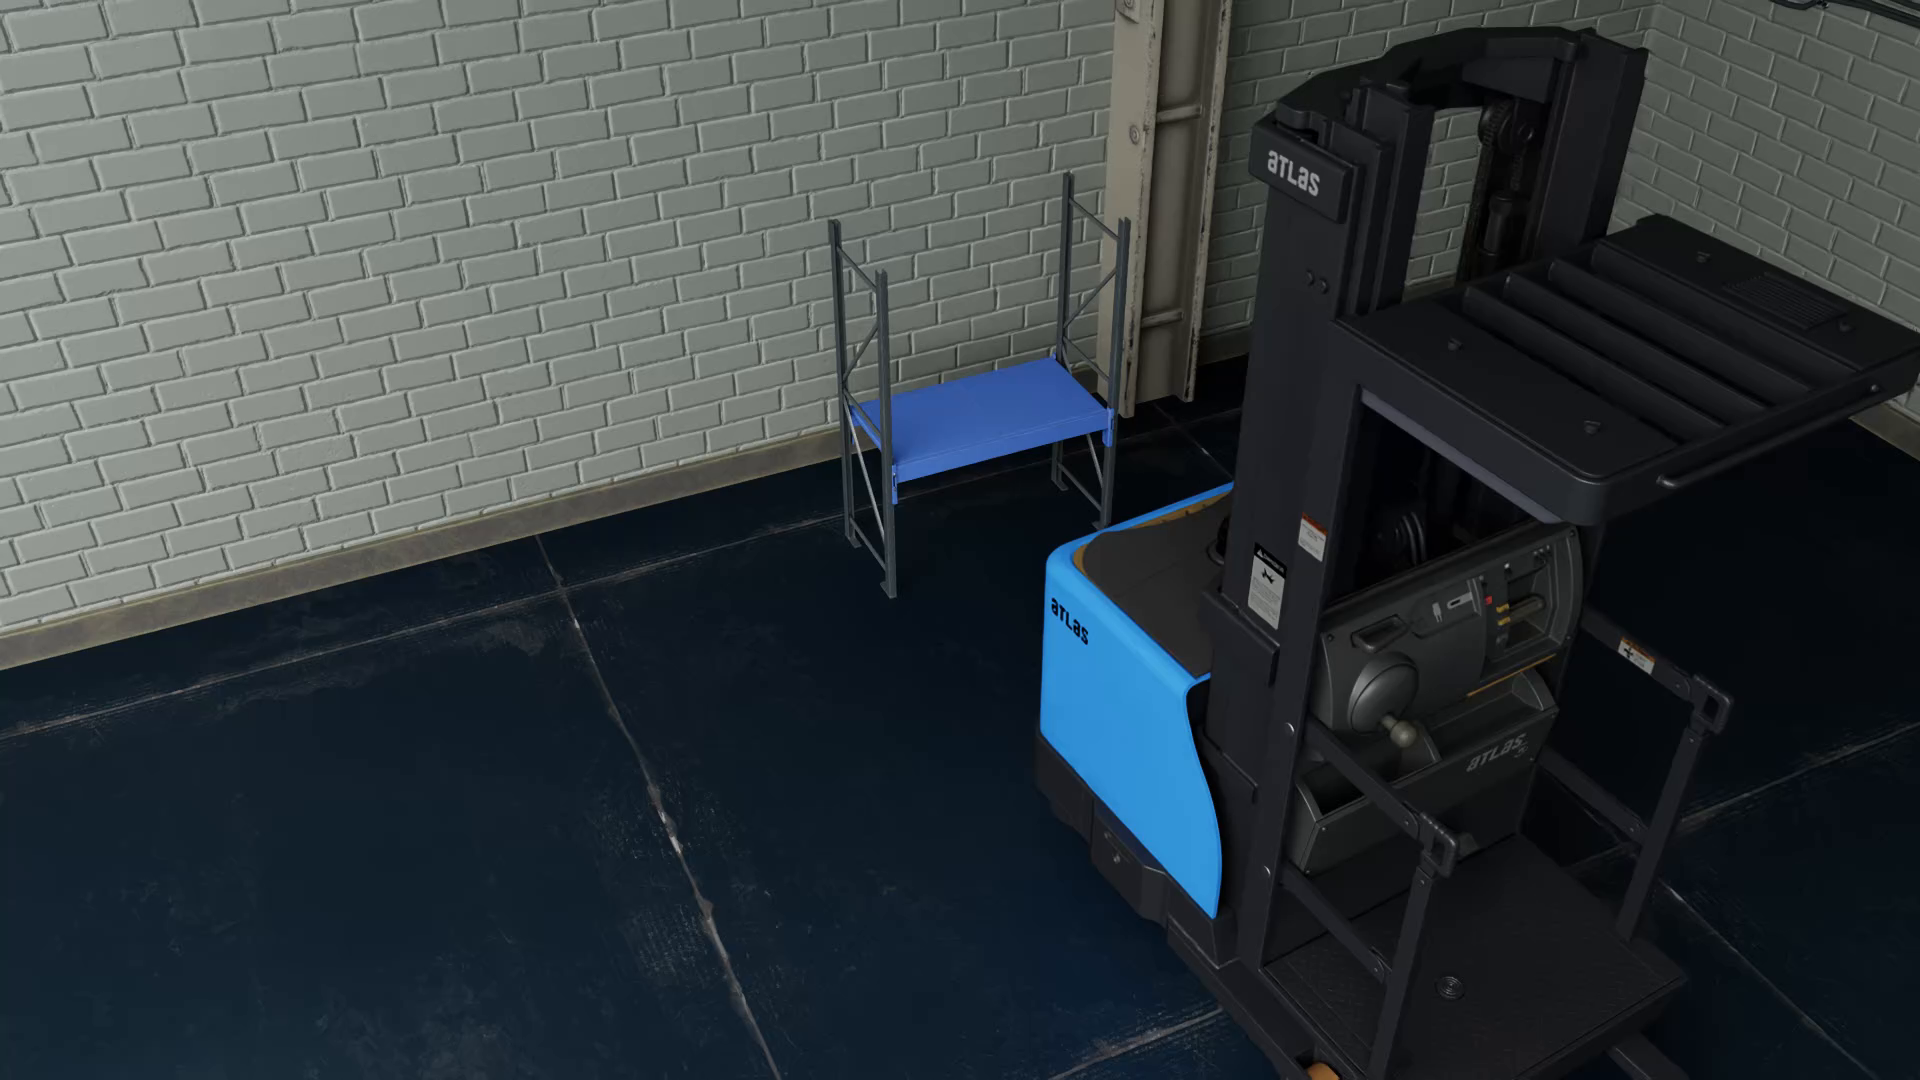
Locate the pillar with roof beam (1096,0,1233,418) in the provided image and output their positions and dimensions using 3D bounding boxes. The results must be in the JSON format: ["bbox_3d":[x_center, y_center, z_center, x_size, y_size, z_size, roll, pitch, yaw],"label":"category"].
[{"bbox_3d":[2.739,-2.014,2.411,0.400,9.000,9.100,-16,39,-20],"label":"pillar with roof beam"}]

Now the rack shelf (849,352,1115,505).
[{"bbox_3d":[0.077,-0.480,6.939,1.000,0.185,0.538,-16,39,-20],"label":"rack shelf"}]

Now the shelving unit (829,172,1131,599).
[{"bbox_3d":[0.077,-0.624,6.832,1.048,1.500,0.538,-16,39,-20],"label":"shelving unit"}]

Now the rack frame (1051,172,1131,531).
[{"bbox_3d":[0.537,-0.753,7.006,0.032,1.500,0.500,-16,39,-20],"label":"rack frame"}]

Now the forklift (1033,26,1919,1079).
[{"bbox_3d":[1.452,0.322,4.355,1.130,2.935,3.031,-20,41,-24],"label":"forklift"}]

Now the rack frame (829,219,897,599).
[{"bbox_3d":[-0.383,-0.495,6.659,0.032,1.500,0.500,-16,39,-20],"label":"rack frame"}]
